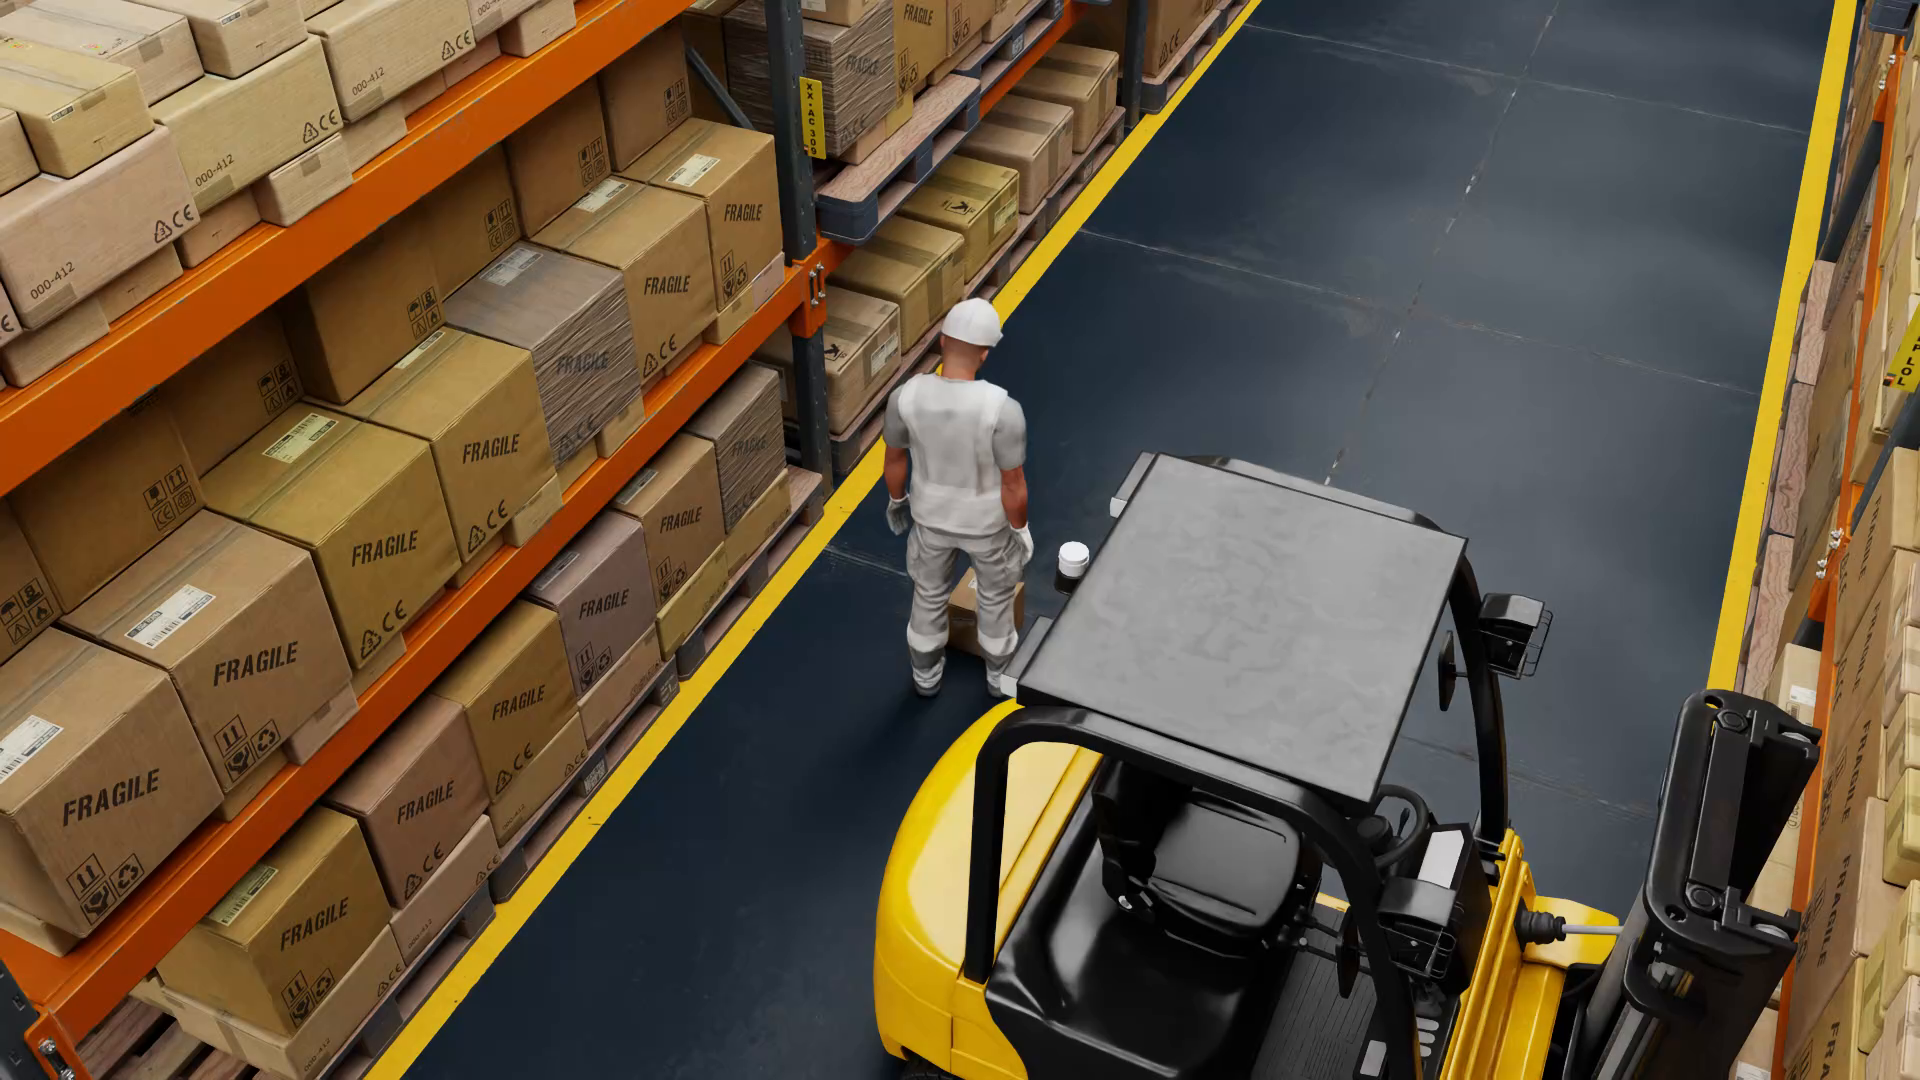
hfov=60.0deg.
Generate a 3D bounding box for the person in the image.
[{"bbox_3d":[0.016,-0.116,6.249,0.592,1.772,0.411,11,43,12],"label":"person"}]
